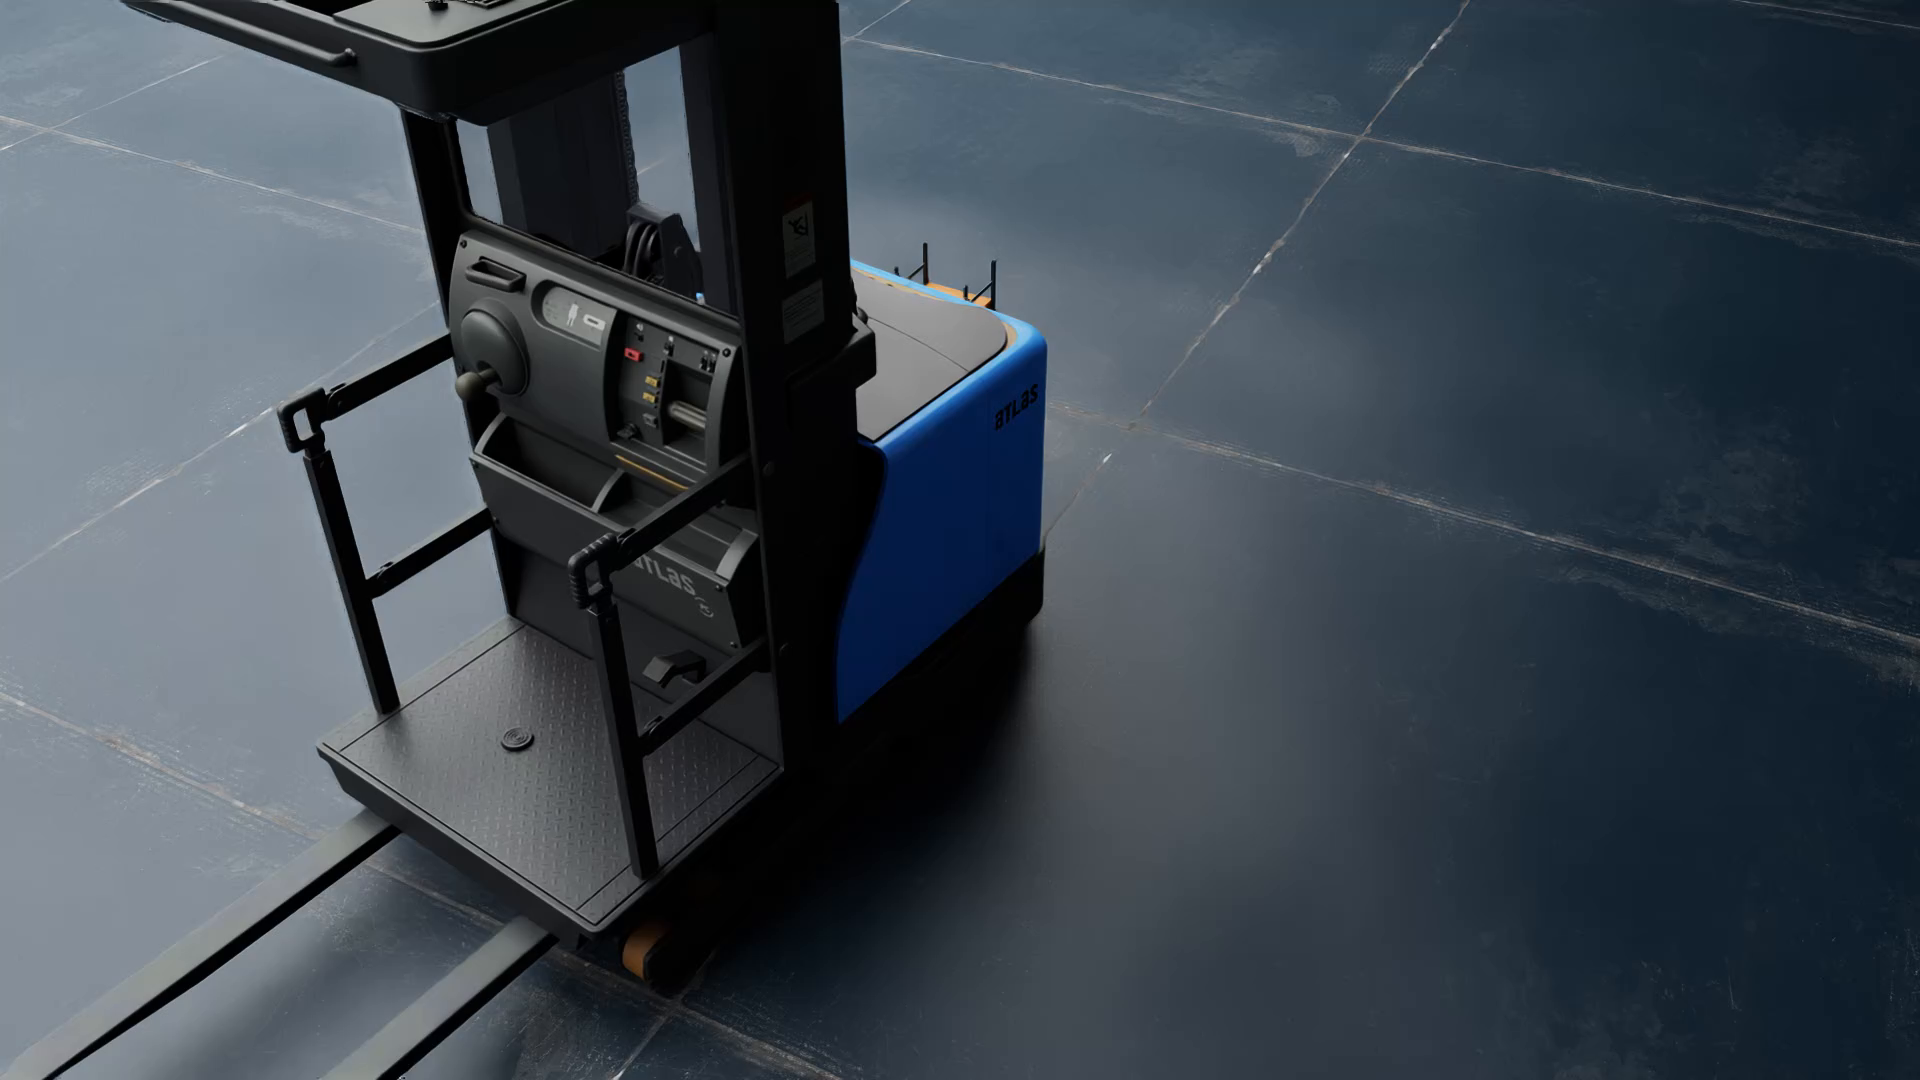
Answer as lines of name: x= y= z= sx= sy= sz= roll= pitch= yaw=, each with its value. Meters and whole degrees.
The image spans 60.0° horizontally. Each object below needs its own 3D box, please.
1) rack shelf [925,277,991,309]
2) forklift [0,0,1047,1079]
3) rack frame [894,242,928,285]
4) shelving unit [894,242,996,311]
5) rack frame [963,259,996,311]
rack shelf: x=-0.046 y=-0.652 z=5.288 sx=0.240 sy=0.259 sz=0.215 roll=18 pitch=41 yaw=22
forklift: x=-1.012 y=-0.375 z=3.820 sx=1.130 sy=2.935 sz=3.031 roll=24 pitch=43 yaw=28
rack frame: x=-0.153 y=-0.470 z=5.500 sx=0.008 sy=1.050 sz=0.200 roll=18 pitch=41 yaw=22
shelving unit: x=-0.046 y=-0.434 z=5.454 sx=0.252 sy=1.050 sz=0.215 roll=18 pitch=41 yaw=22
rack frame: x=0.061 y=-0.399 z=5.407 sx=0.008 sy=1.050 sz=0.200 roll=18 pitch=41 yaw=22
